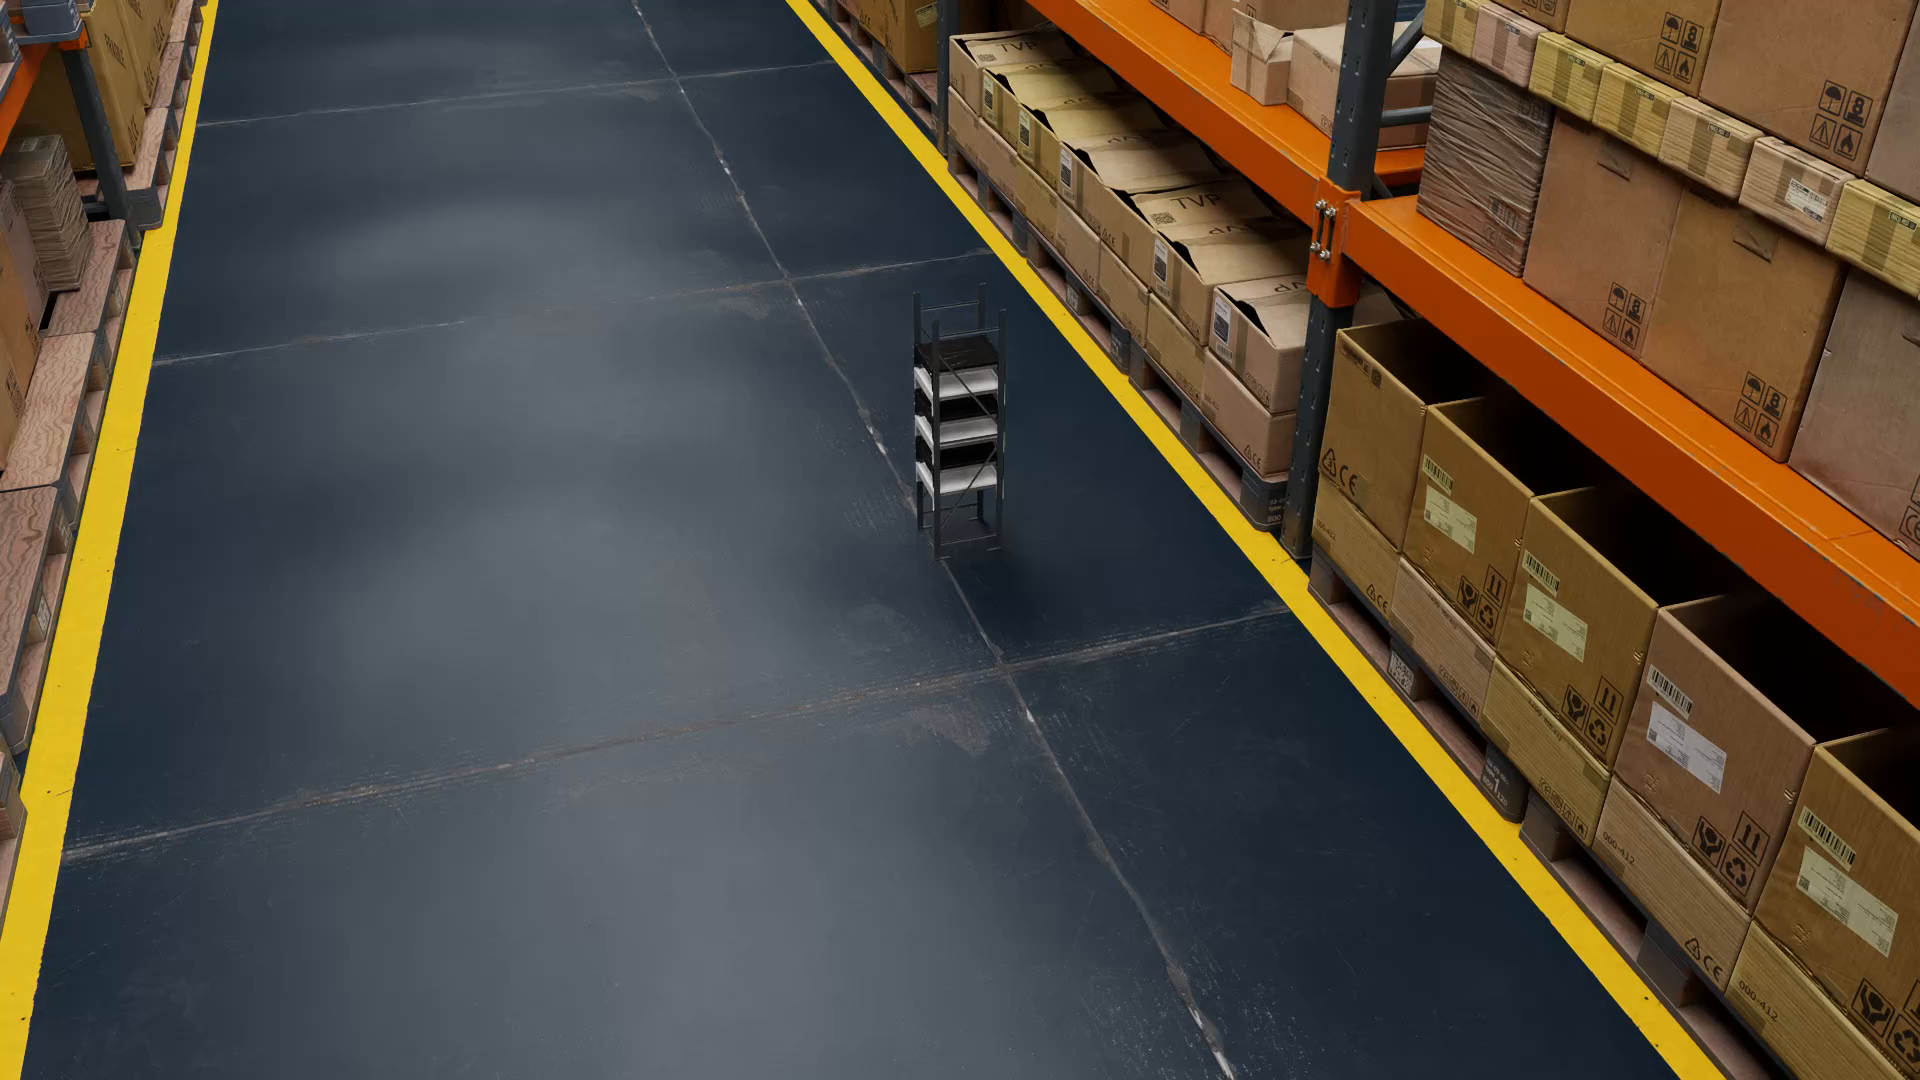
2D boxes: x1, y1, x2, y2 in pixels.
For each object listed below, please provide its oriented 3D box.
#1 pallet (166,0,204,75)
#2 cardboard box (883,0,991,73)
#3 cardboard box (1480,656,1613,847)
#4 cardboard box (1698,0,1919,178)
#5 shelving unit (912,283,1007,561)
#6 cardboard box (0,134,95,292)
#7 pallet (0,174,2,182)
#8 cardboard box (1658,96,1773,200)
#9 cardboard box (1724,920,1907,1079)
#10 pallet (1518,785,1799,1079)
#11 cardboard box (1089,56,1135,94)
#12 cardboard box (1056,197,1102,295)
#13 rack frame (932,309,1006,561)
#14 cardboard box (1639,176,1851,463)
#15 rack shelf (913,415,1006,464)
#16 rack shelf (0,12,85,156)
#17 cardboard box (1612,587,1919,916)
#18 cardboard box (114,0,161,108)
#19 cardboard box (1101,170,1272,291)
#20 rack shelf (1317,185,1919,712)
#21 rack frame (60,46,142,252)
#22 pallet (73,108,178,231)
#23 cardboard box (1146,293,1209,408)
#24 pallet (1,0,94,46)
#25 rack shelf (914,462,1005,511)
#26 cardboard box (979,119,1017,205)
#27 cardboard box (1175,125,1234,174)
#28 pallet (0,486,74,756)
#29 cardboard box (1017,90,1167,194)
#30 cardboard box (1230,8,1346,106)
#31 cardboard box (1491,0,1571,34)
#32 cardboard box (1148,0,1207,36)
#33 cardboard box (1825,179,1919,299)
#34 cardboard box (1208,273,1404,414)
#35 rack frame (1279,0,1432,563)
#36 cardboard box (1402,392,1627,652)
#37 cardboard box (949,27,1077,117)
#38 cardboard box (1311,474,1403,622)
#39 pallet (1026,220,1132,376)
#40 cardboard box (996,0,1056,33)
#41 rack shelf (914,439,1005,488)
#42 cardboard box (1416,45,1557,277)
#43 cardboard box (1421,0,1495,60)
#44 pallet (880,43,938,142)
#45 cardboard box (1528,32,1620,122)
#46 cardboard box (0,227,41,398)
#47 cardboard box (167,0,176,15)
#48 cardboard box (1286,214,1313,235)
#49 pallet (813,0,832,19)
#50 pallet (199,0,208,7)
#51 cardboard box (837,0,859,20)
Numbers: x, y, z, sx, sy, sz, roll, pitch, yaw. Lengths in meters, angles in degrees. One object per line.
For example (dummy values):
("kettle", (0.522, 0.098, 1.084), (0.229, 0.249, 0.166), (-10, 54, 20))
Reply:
("pallet", (-5.255, -3.101, 10.251), (1.003, 0.211, 1.213), (-10, 35, -15))
("cardboard box", (-0.135, -2.984, 9.413), (0.500, 0.500, 0.500), (-9, 34, -13))
("cardboard box", (1.742, 0.502, 4.383), (0.500, 0.250, 0.500), (-10, 35, -15))
("cardboard box", (2.043, -1.114, 3.448), (0.700, 0.500, 0.500), (-10, 35, -15))
("shelving unit", (-0.002, -0.380, 5.508), (0.258, 0.900, 0.210), (-10, 35, -15))
("cardboard box", (-4.073, -1.328, 6.907), (0.700, 0.500, 0.500), (-10, 35, -14))
("pallet", (-3.217, -0.802, 4.417), (1.003, 0.211, 1.213), (-10, 35, -15))
("cardboard box", (1.805, -0.894, 3.703), (0.380, 0.149, 0.250), (-11, 35, -16))
("cardboard box", (2.051, 1.026, 3.589), (0.500, 0.250, 0.500), (-10, 35, -15))
("pallet", (2.173, 0.938, 4.138), (1.003, 0.211, 1.213), (-10, 35, -15))
("cardboard box", (0.933, -2.148, 7.884), (0.500, 0.311, 0.500), (-11, 35, -15))
("cardboard box", (0.729, -1.290, 7.095), (0.500, 0.250, 0.500), (-9, 35, -14))
("rack frame", (0.029, -0.326, 5.428), (0.240, 0.900, 0.006), (-10, 35, -15))
("cardboard box", (2.052, -0.561, 3.788), (0.700, 0.500, 0.500), (-10, 35, -14))
("rack shelf", (-0.002, -0.352, 5.527), (0.258, 0.077, 0.200), (-10, 35, -15))
("rack shelf", (-3.732, -1.206, 5.507), (1.077, 0.370, 4.000), (-10, 35, -15))
("cardboard box", (1.897, 0.451, 3.779), (0.500, 0.500, 0.500), (-10, 35, -15))
("cardboard box", (-4.703, -2.704, 8.690), (0.750, 0.750, 0.750), (-10, 35, -15))
("cardboard box", (0.883, -1.252, 6.529), (0.500, 0.311, 0.500), (-10, 35, -15))
("rack shelf", (2.204, 0.059, 3.593), (1.077, 0.370, 4.000), (-10, 35, -15))
("rack frame", (-4.342, -2.556, 6.898), (1.000, 3.000, 0.127), (-10, 35, -15))
("pallet", (-4.511, -1.820, 8.312), (1.003, 0.211, 1.213), (-10, 35, -15))
("cardboard box", (1.039, -0.754, 6.284), (0.500, 0.250, 0.500), (-11, 35, -15))
("pallet", (-4.023, -2.120, 6.412), (1.213, 0.211, 1.003), (-10, 35, -15))
("rack shelf", (-0.002, -0.202, 5.626), (0.258, 0.077, 0.200), (-10, 35, -15))
("cardboard box", (0.409, -1.831, 7.914), (0.500, 0.250, 0.500), (-11, 35, -16))
("cardboard box", (1.235, -1.619, 7.084), (0.500, 0.311, 0.500), (-9, 35, -13))
("pallet", (-3.361, 0.299, 5.107), (1.003, 0.211, 1.213), (-10, 35, -15))
("cardboard box", (0.576, -1.786, 7.337), (0.500, 0.311, 0.500), (-11, 35, -16))
("cardboard box", (1.151, -1.666, 5.672), (0.396, 0.266, 0.258), (-11, 35, -16))
("cardboard box", (1.736, -1.642, 4.247), (0.700, 0.500, 0.500), (-10, 35, -15))
("cardboard box", (1.062, -2.278, 6.387), (0.500, 0.500, 0.500), (-10, 35, -15))
("cardboard box", (1.968, -0.617, 3.284), (0.380, 0.149, 0.250), (-10, 35, -15))
("cardboard box", (1.198, -0.718, 5.720), (0.500, 0.311, 0.500), (-10, 35, -15))
("rack frame", (1.594, -1.291, 4.983), (1.000, 3.000, 0.127), (-10, 35, -15))
("cardboard box", (1.598, -0.075, 4.575), (0.500, 0.500, 0.500), (-10, 35, -15))
("cardboard box", (0.254, -2.329, 8.158), (0.500, 0.311, 0.500), (-9, 34, -13))
("cardboard box", (1.447, -0.025, 5.180), (0.500, 0.250, 0.500), (-10, 35, -15))
("pallet", (0.957, -1.150, 7.299), (1.003, 0.211, 1.213), (-10, 35, -15))
("cardboard box", (0.508, -2.819, 9.164), (0.500, 0.500, 0.500), (-9, 34, -13))
("rack shelf", (-0.002, -0.277, 5.576), (0.258, 0.077, 0.200), (-10, 35, -15))
("cardboard box", (1.736, -1.101, 4.605), (0.700, 0.500, 0.500), (-11, 35, -16))
("cardboard box", (1.492, -1.430, 4.514), (0.380, 0.149, 0.250), (-10, 35, -15))
("pallet", (0.183, -2.626, 9.533), (1.003, 0.211, 1.213), (-10, 35, -15))
("cardboard box", (1.649, -1.163, 4.110), (0.380, 0.149, 0.250), (-11, 35, -16))
("cardboard box", (-3.848, -0.782, 6.080), (0.700, 0.500, 0.500), (-10, 35, -15))
("cardboard box", (-5.240, -3.615, 10.070), (0.750, 0.750, 0.750), (-10, 35, -14))
("cardboard box", (1.558, -1.076, 6.262), (0.500, 0.311, 0.500), (-10, 35, -15))
("pallet", (-0.562, -3.907, 11.472), (1.003, 0.211, 1.213), (-10, 35, -15))
("pallet", (-5.720, -3.905, 11.469), (1.003, 0.211, 1.213), (-10, 35, -15))
("cardboard box", (-0.458, -3.530, 10.239), (0.500, 0.500, 0.500), (-11, 35, -17))
